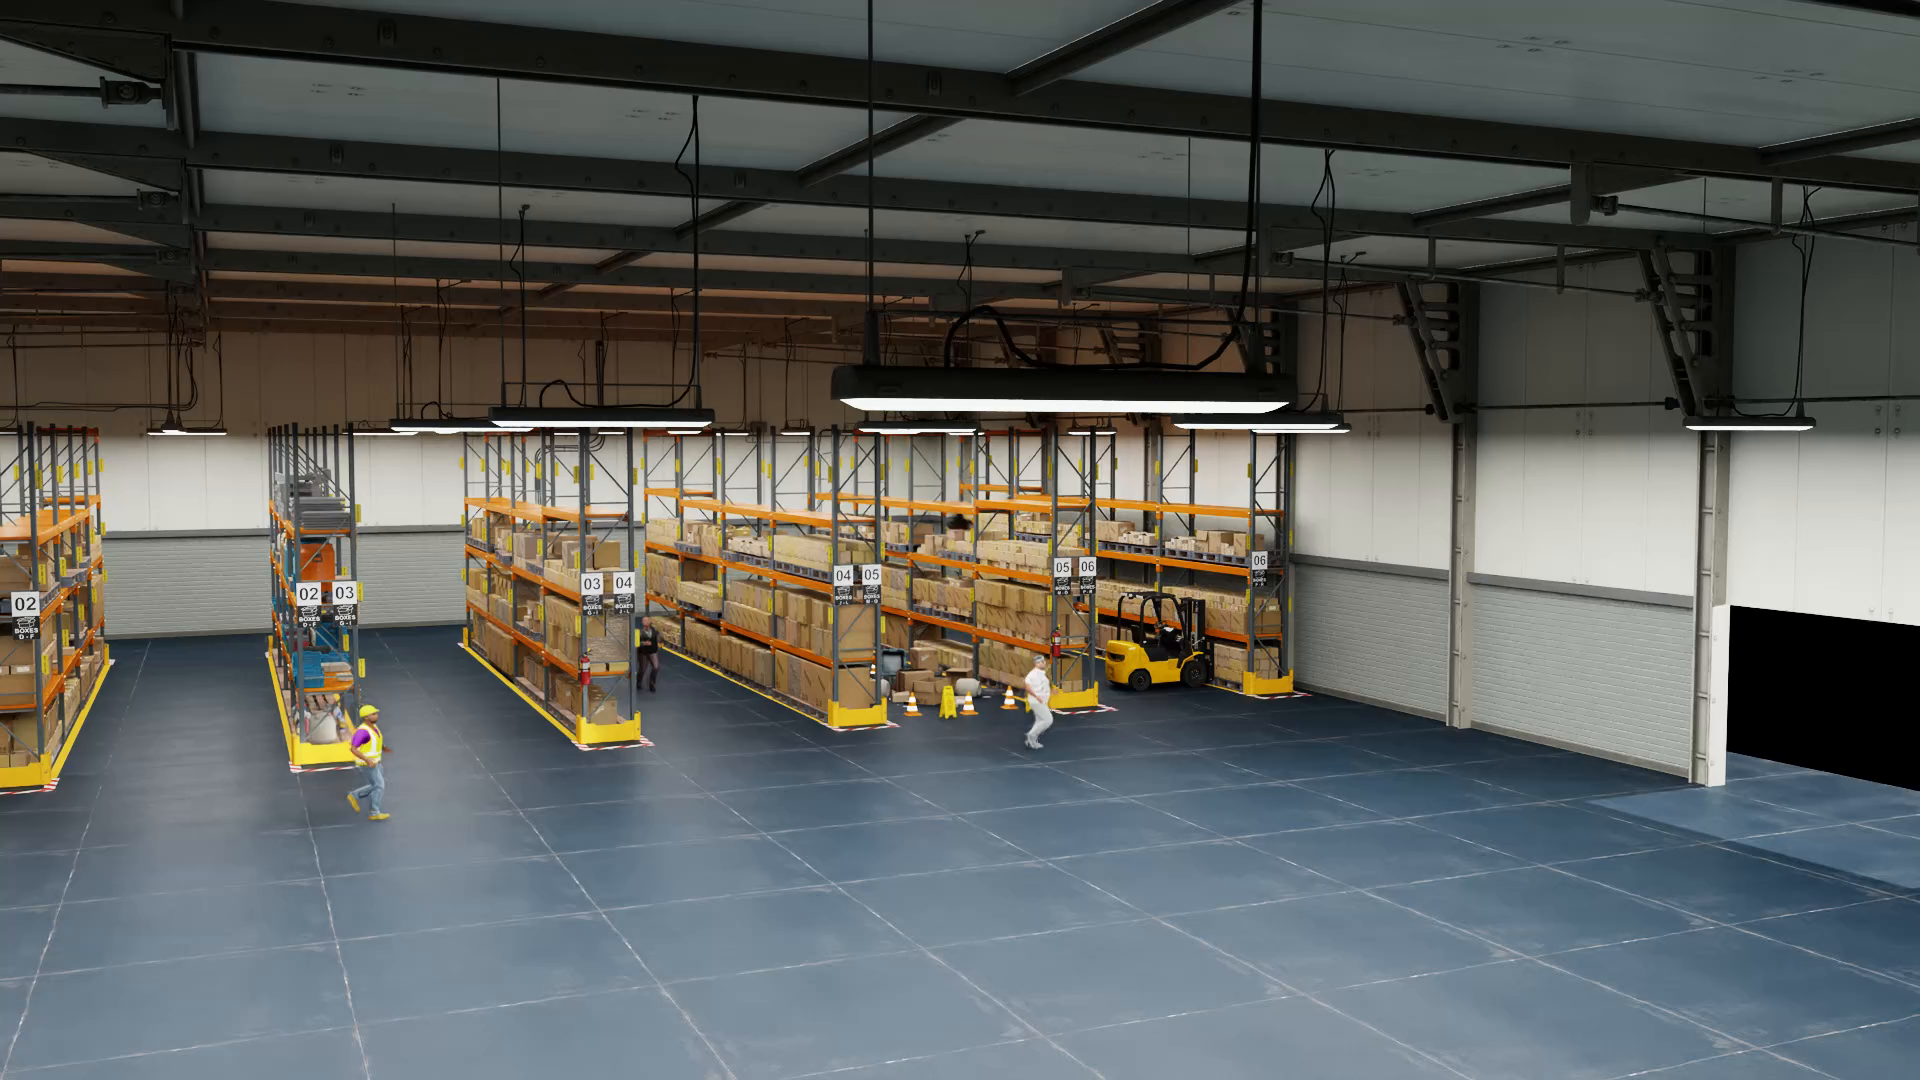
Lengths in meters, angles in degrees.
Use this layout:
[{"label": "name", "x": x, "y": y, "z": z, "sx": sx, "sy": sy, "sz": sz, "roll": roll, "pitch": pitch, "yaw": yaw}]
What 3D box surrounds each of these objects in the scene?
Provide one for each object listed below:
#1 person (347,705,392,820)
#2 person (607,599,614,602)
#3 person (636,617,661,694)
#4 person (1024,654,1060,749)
[{"label": "person", "x": -8.892, "y": 3.334, "z": 24.918, "sx": 0.671, "sy": 1.727, "sz": 0.696, "roll": 0, "pitch": 3, "yaw": -1}, {"label": "person", "x": -9.755, "y": 2.029, "z": 46.153, "sx": 0.711, "sy": 1.725, "sz": 0.606, "roll": -1, "pitch": 4, "yaw": -21}, {"label": "person", "x": -7.012, "y": 2.581, "z": 37.406, "sx": 0.664, "sy": 1.725, "sz": 0.869, "roll": -2, "pitch": 4, "yaw": -26}, {"label": "person", "x": 1.514, "y": 2.970, "z": 30.650, "sx": 0.608, "sy": 1.741, "sz": 0.635, "roll": 1, "pitch": 4, "yaw": 14}]
